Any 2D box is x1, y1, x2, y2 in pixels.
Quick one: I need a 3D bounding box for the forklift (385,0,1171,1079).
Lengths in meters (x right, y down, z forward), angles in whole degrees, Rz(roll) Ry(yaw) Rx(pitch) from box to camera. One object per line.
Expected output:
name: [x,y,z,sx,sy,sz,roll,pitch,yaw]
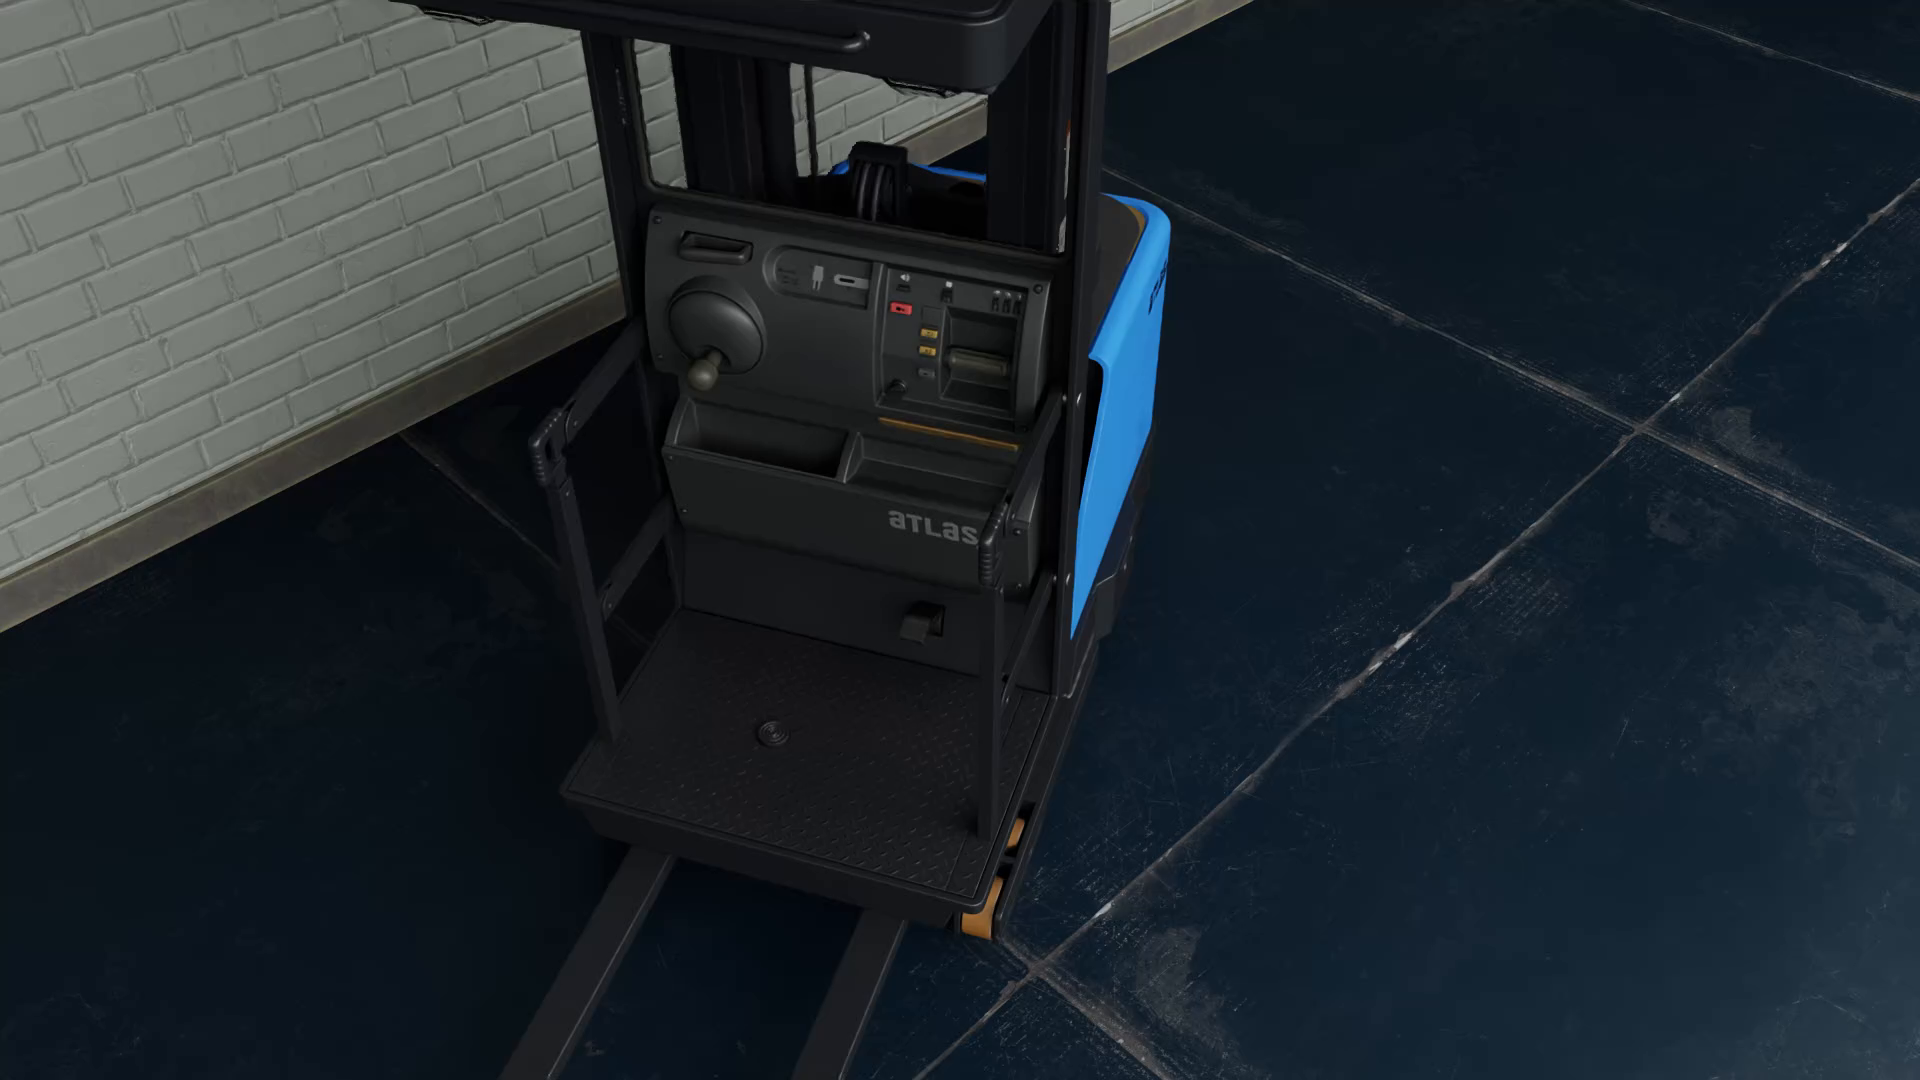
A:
forklift: [-0.324,-0.391,3.513,1.130,2.935,3.031,12,44,13]
